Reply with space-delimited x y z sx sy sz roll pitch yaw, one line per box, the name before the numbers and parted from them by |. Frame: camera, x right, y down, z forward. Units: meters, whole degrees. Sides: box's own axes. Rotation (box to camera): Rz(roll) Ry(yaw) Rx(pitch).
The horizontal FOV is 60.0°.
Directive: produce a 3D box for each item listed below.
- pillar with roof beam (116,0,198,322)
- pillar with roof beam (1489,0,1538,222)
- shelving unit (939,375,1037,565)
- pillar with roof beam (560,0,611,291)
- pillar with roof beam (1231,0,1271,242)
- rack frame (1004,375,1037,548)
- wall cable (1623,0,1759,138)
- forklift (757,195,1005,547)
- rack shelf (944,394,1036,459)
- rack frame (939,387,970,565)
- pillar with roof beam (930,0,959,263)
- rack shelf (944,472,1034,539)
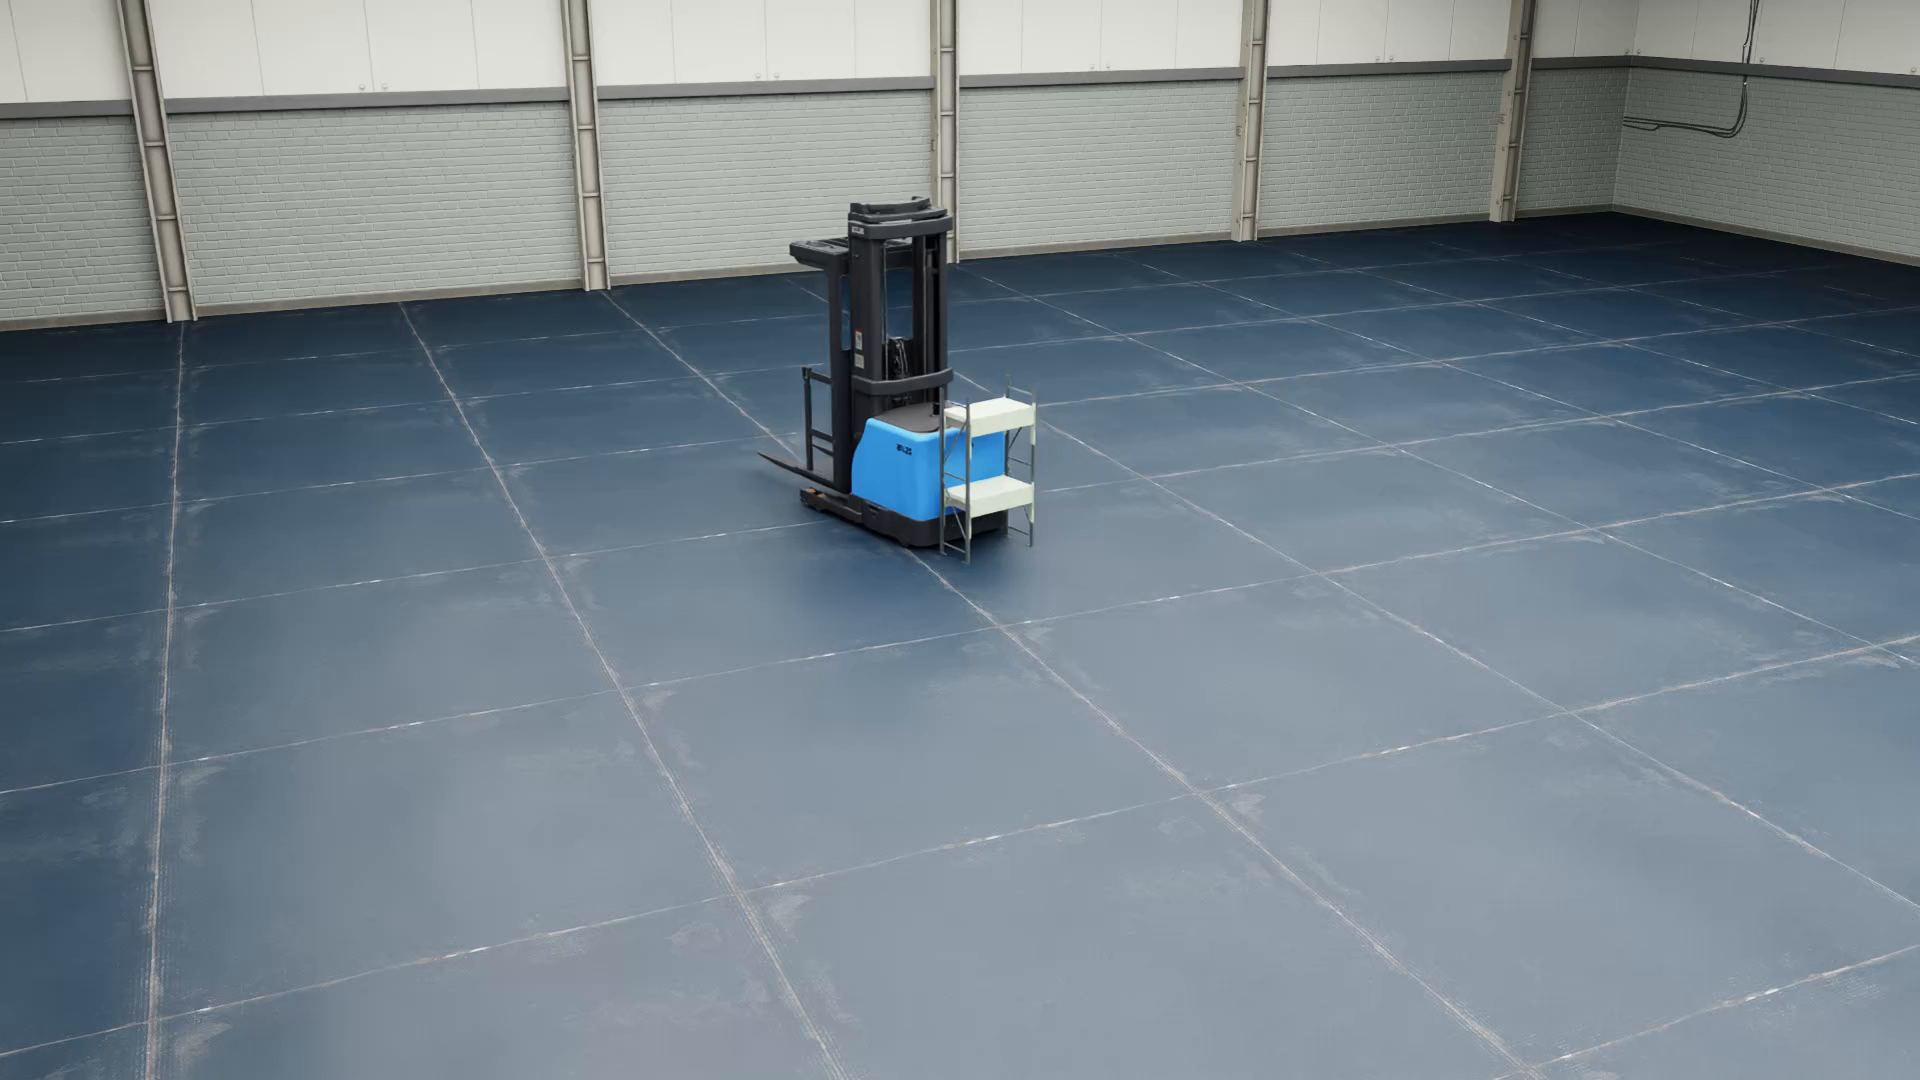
pillar with roof beam | -9.565 -6.130 18.883 0.400 9.000 9.100 -8 21 -22
pillar with roof beam | 12.472 -9.288 27.850 0.400 9.000 9.100 -8 21 -22
shelving unit | 0.242 -0.617 14.515 0.755 1.500 0.431 -15 24 -36
pillar with roof beam | -4.056 -6.920 21.125 0.400 9.000 9.100 -8 21 -22
pillar with roof beam | 6.963 -8.498 25.608 0.400 9.000 9.100 -8 21 -22
rack frame | 0.530 -0.692 14.728 0.023 1.500 0.400 -15 24 -36
wall cable | 13.995 -9.120 32.050 0.112 2.526 3.097 -8 21 -22
forklift | -0.875 -1.744 15.563 1.130 2.935 3.031 -15 24 -36
rack shelf | 0.242 -0.985 14.385 0.720 0.370 0.431 -15 24 -36
rack frame | -0.047 -0.542 14.302 0.023 1.500 0.400 -15 24 -36
pillar with roof beam | 1.453 -7.709 23.367 0.400 9.000 9.100 -8 21 -22
rack shelf | 0.241 -0.309 14.624 0.720 0.370 0.431 -15 24 -36
